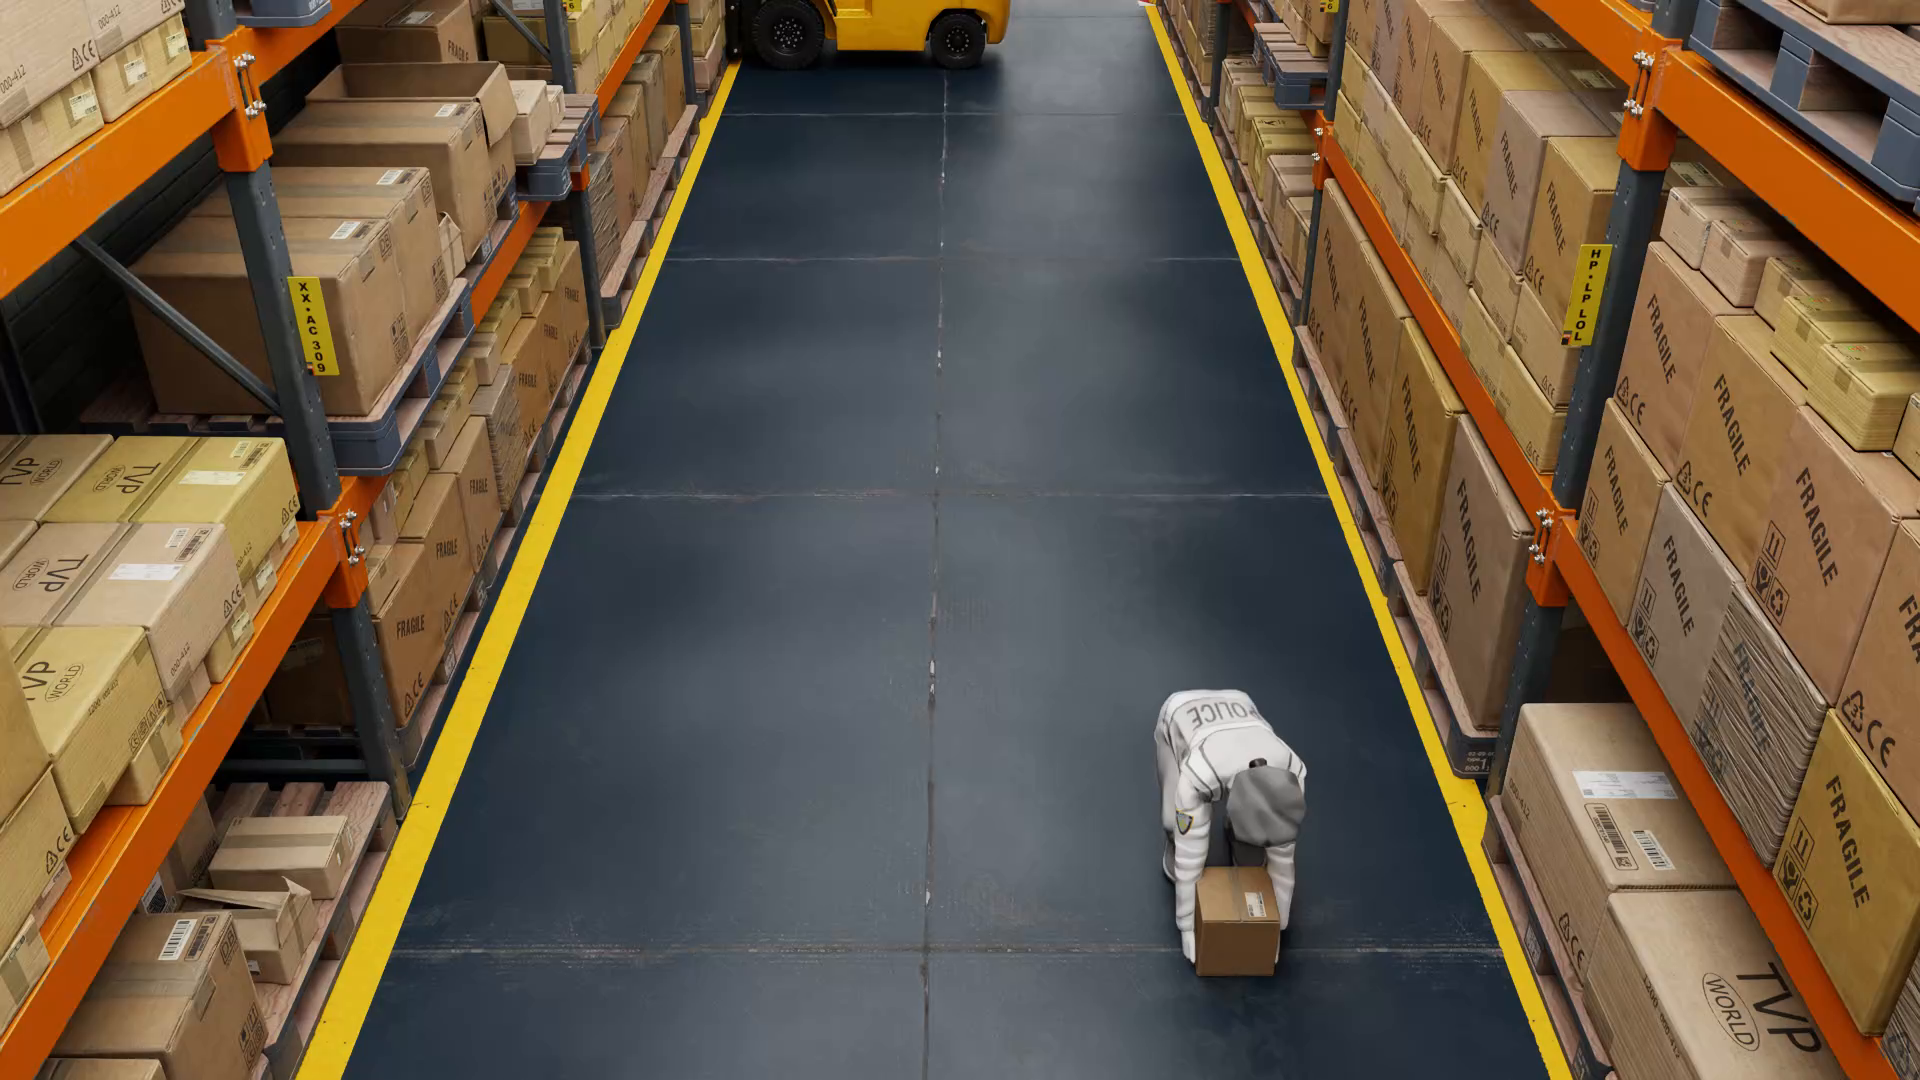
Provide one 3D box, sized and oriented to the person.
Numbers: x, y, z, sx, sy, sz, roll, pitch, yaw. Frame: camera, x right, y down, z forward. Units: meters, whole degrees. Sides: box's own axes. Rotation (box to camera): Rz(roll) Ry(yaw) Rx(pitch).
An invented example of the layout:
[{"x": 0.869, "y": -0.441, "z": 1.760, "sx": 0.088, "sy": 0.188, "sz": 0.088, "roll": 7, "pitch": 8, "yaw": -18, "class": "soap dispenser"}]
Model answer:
[{"x": 0.899, "y": 0.892, "z": 5.592, "sx": 0.456, "sy": 0.819, "sz": 0.899, "roll": -1, "pitch": 32, "yaw": -2, "class": "person"}]
